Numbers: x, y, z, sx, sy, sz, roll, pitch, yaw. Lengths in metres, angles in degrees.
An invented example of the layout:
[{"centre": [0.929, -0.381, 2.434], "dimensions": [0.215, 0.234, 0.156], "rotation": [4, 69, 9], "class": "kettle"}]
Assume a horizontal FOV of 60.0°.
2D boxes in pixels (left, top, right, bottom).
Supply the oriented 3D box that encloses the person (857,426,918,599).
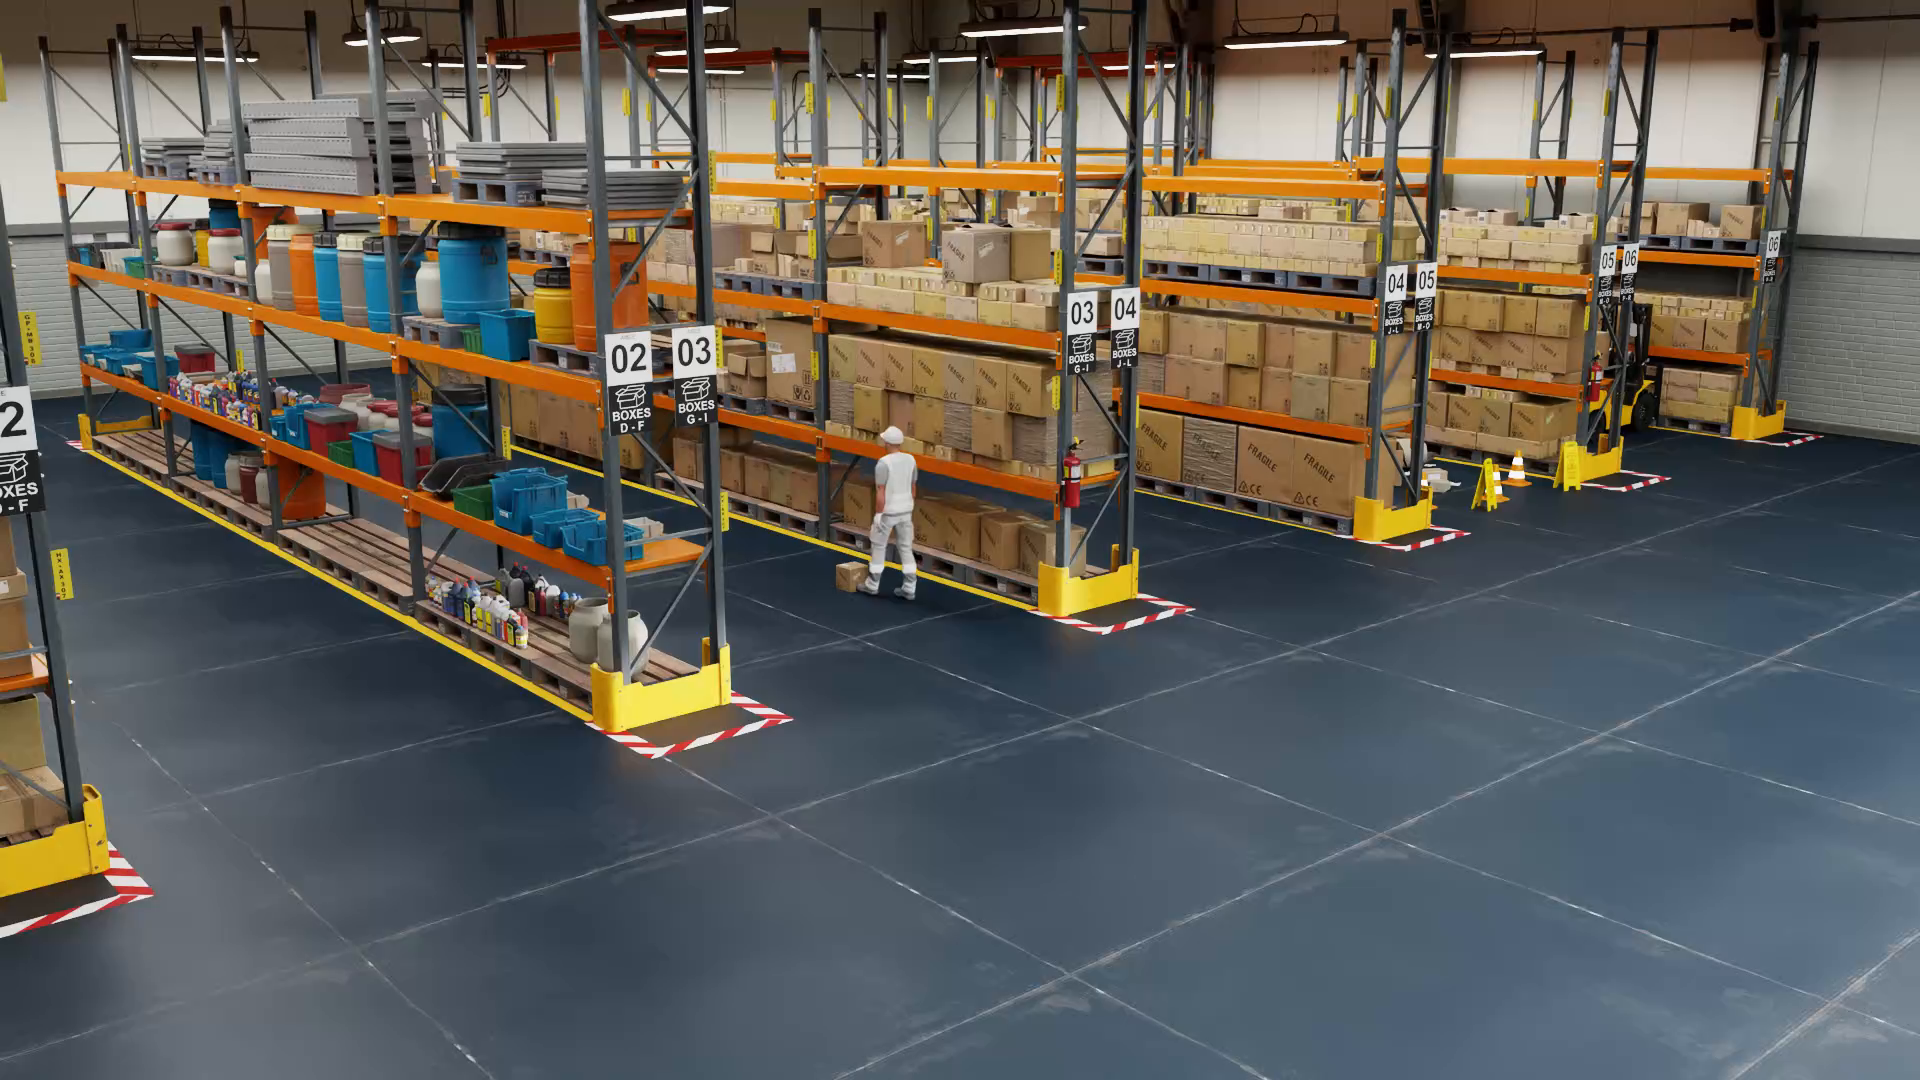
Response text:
[{"centre": [-0.742, -0.307, 17.130], "dimensions": [0.549, 1.781, 0.668], "rotation": [-10, 17, -35], "class": "person"}]
